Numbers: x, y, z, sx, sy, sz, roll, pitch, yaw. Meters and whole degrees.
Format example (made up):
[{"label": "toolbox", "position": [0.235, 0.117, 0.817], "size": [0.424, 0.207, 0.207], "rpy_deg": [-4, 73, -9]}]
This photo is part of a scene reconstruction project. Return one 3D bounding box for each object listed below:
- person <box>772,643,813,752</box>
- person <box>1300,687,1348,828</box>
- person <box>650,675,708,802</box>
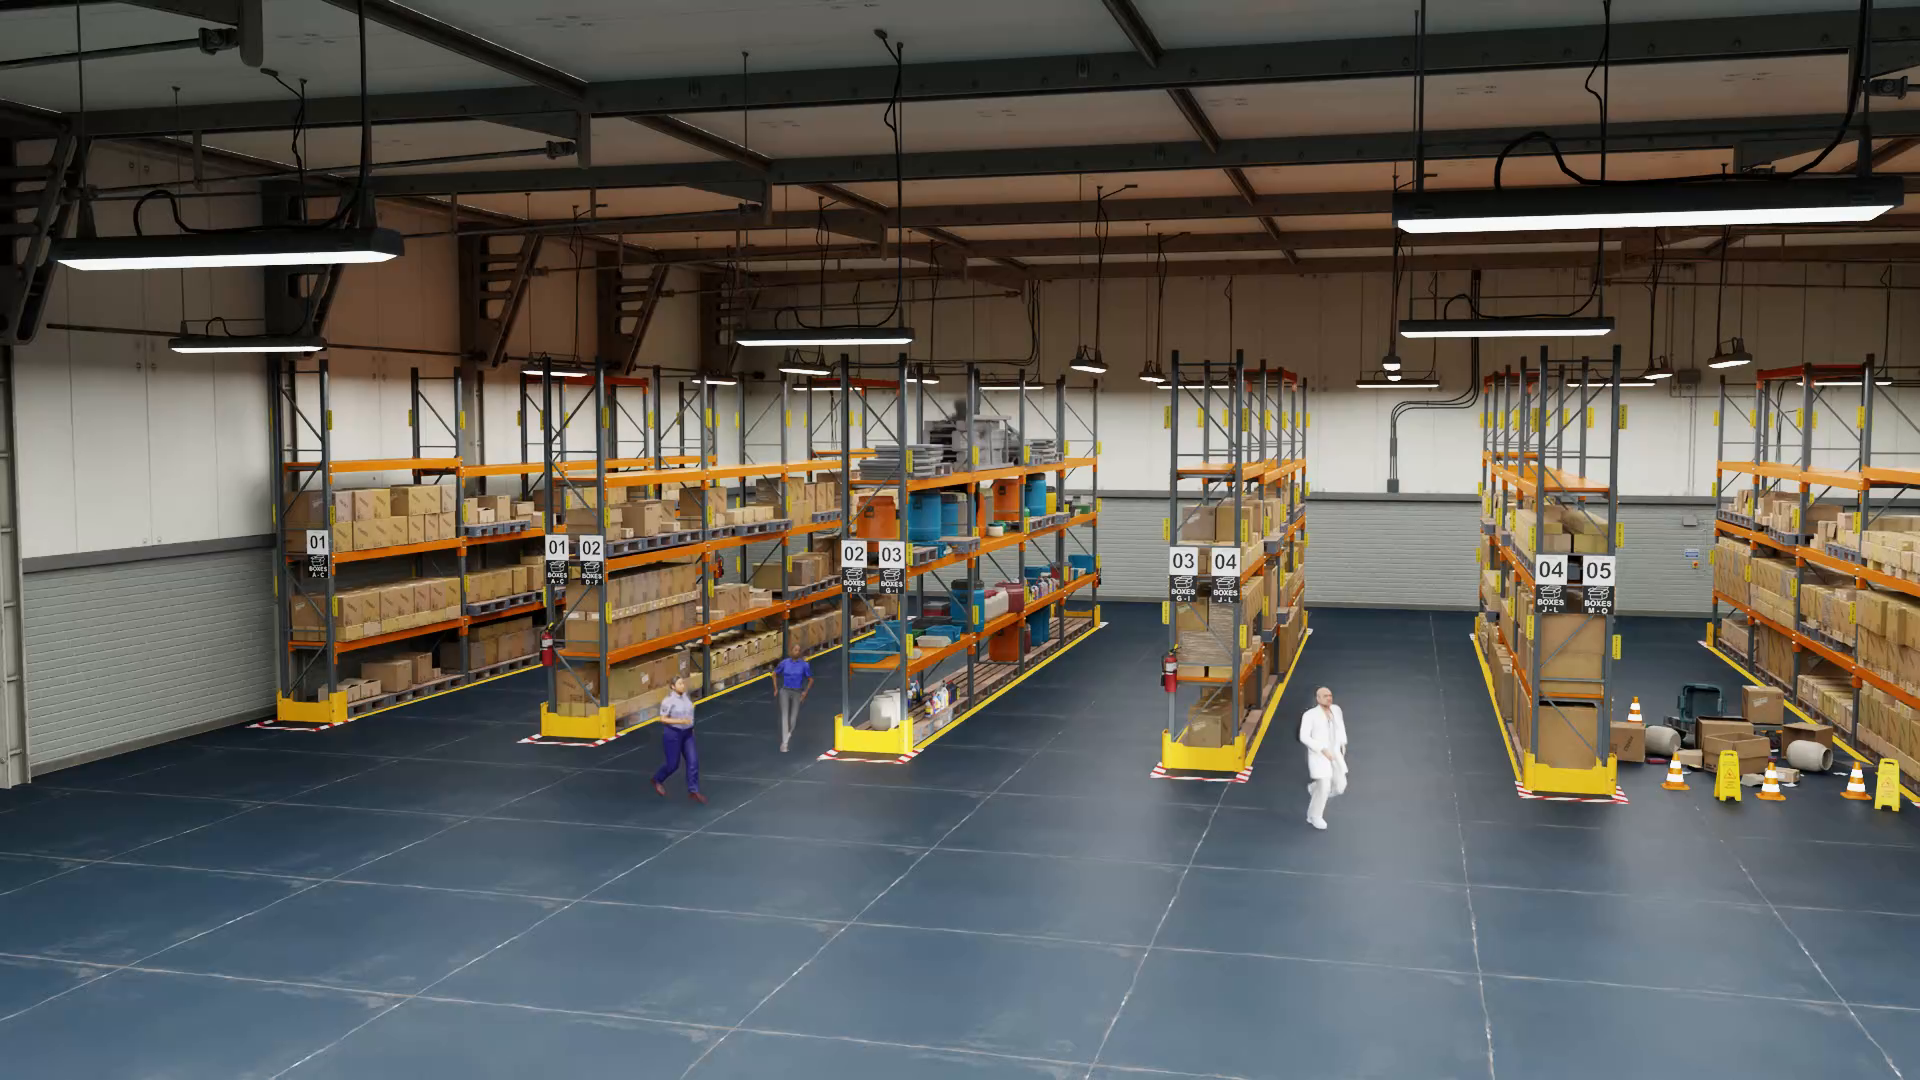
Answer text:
[{"label": "person", "position": [-2.558, 2.383, 25.416], "size": [0.625, 1.623, 0.613], "rpy_deg": [0, 4, -4]}, {"label": "person", "position": [4.494, 2.673, 20.466], "size": [0.735, 1.743, 0.701], "rpy_deg": [-2, 4, -24]}, {"label": "person", "position": [-3.690, 2.589, 21.811], "size": [0.894, 1.634, 0.612], "rpy_deg": [3, 5, 36]}]
